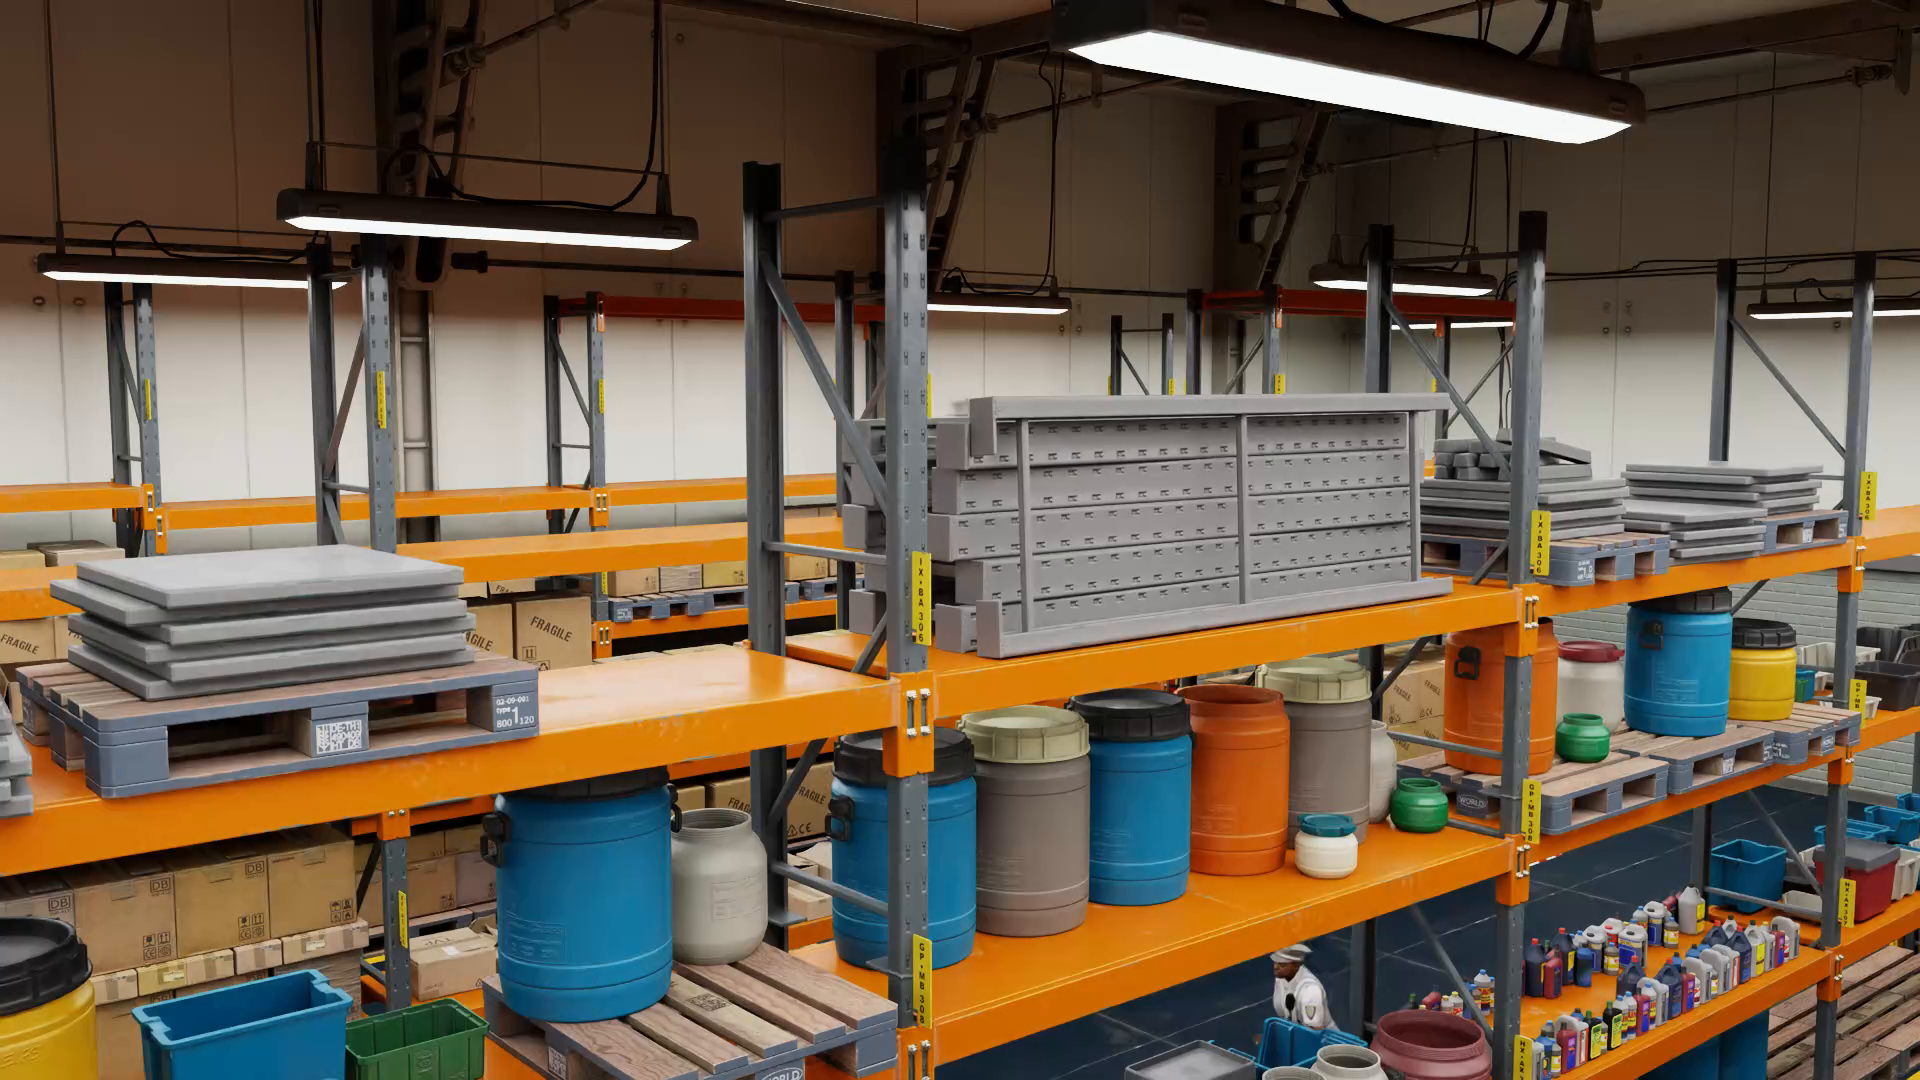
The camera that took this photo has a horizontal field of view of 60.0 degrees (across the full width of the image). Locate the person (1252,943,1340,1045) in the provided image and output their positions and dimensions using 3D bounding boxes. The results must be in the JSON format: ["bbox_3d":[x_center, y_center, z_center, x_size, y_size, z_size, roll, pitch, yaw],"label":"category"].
[{"bbox_3d":[2.280,3.342,10.929,0.957,1.559,0.573,-3,6,-29],"label":"person"}]
